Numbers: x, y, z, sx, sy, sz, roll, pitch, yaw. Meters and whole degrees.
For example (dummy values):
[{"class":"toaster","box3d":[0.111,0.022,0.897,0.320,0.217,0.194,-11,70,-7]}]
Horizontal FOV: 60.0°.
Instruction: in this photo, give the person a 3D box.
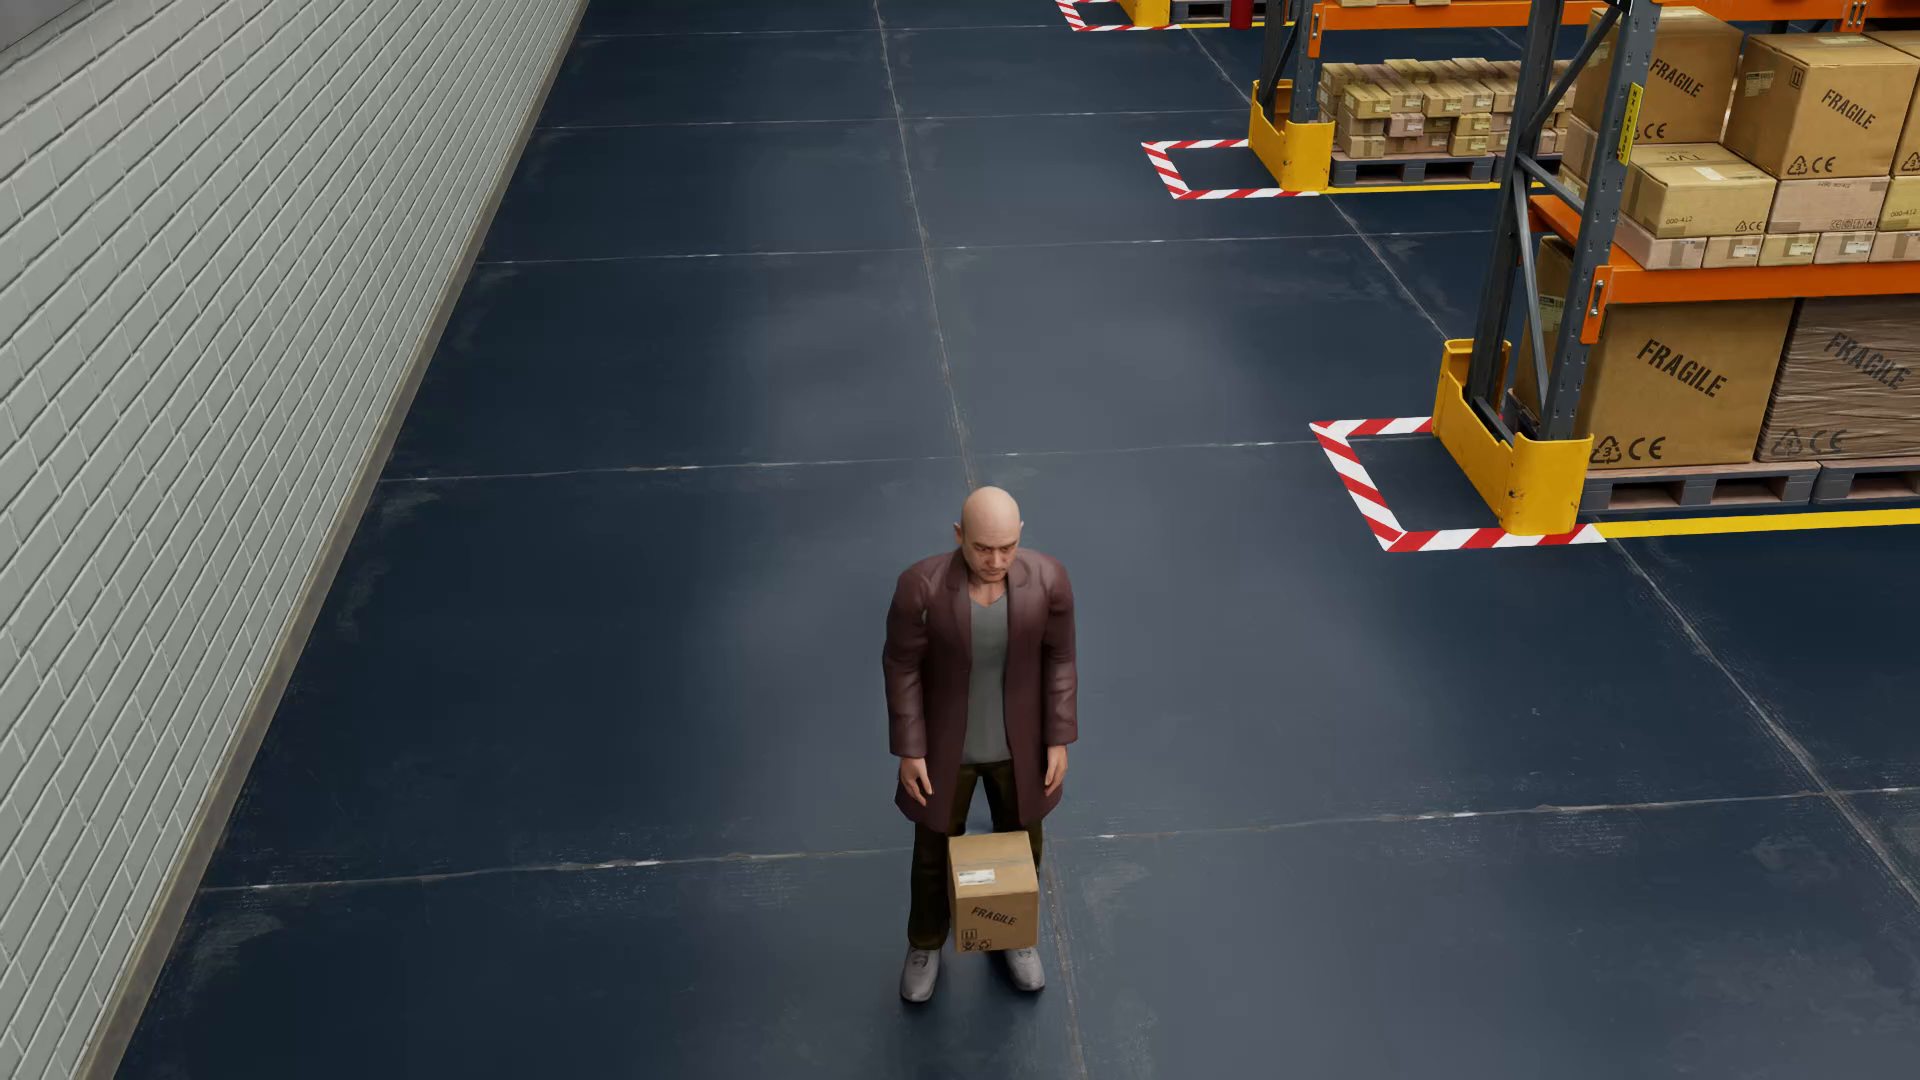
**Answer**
[{"class":"person","box3d":[0.076,0.625,5.094,0.653,1.774,0.416,-3,31,-6]}]
